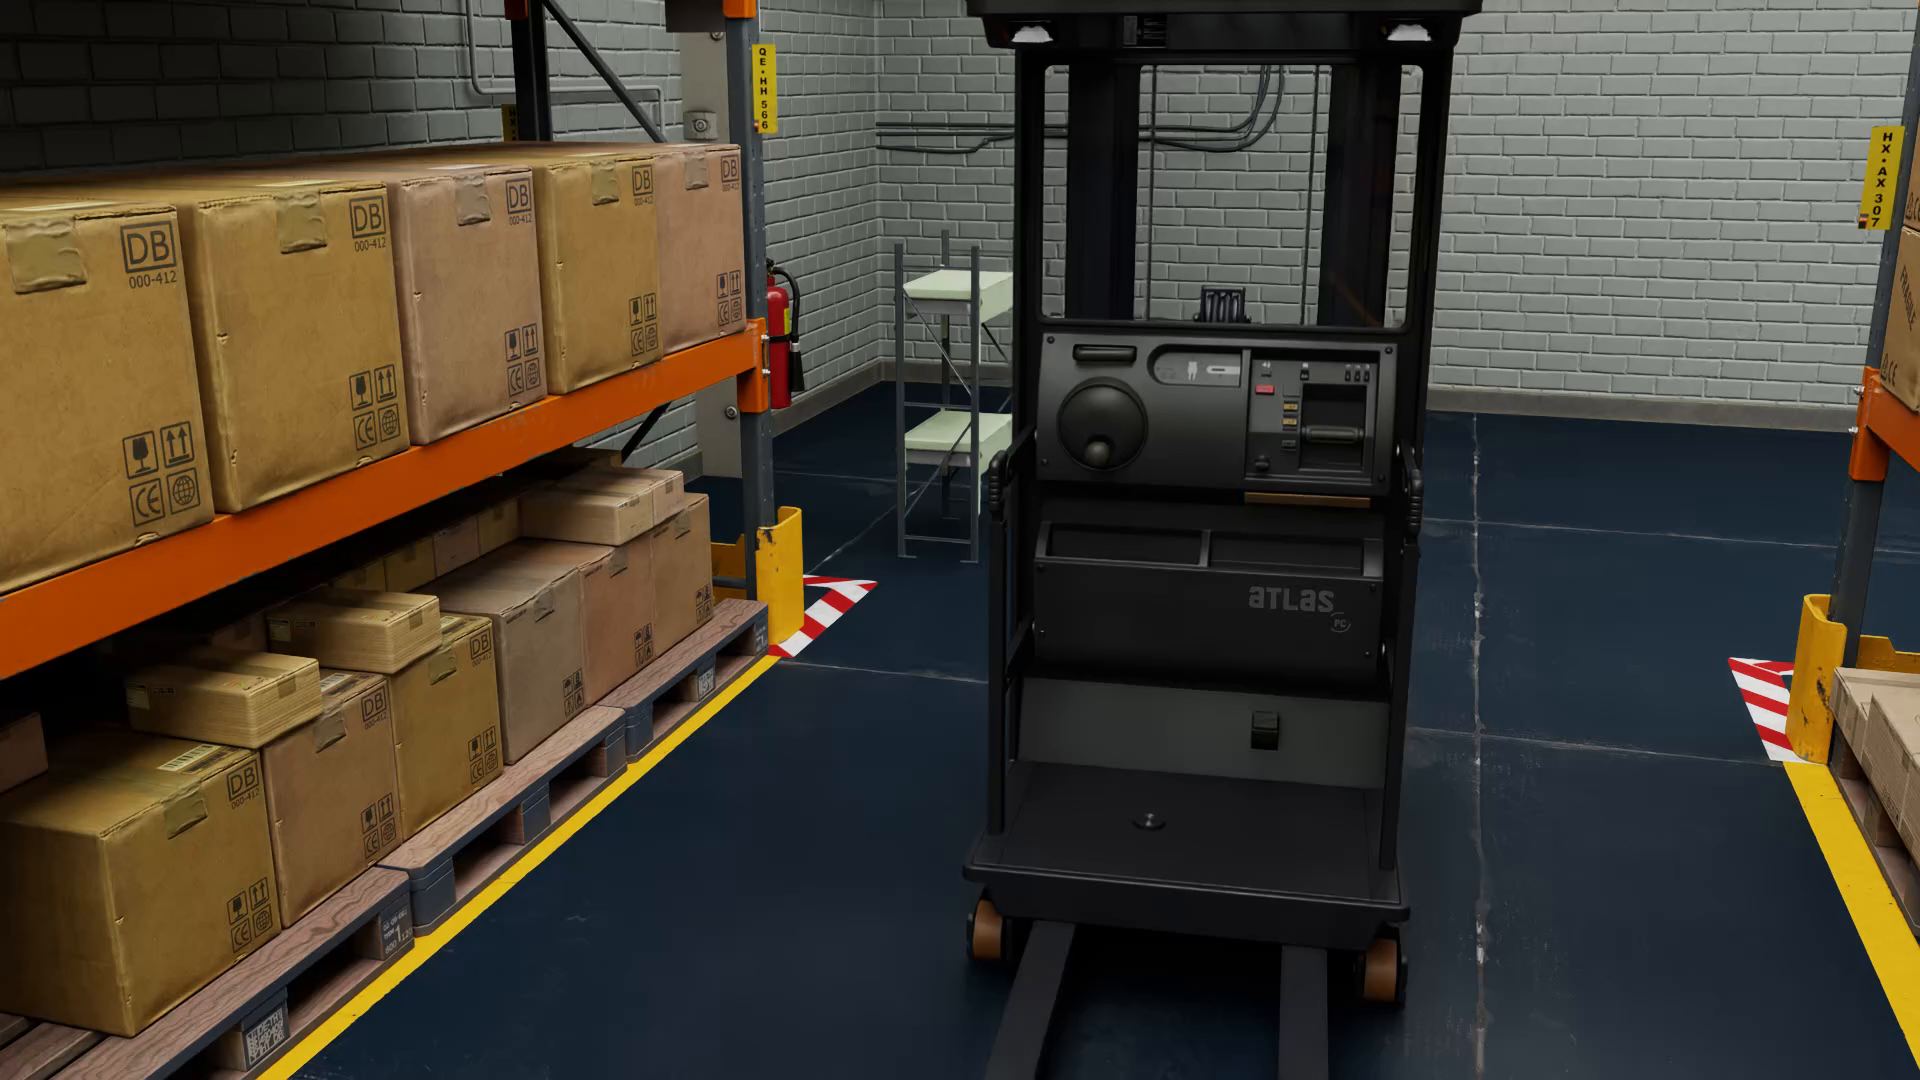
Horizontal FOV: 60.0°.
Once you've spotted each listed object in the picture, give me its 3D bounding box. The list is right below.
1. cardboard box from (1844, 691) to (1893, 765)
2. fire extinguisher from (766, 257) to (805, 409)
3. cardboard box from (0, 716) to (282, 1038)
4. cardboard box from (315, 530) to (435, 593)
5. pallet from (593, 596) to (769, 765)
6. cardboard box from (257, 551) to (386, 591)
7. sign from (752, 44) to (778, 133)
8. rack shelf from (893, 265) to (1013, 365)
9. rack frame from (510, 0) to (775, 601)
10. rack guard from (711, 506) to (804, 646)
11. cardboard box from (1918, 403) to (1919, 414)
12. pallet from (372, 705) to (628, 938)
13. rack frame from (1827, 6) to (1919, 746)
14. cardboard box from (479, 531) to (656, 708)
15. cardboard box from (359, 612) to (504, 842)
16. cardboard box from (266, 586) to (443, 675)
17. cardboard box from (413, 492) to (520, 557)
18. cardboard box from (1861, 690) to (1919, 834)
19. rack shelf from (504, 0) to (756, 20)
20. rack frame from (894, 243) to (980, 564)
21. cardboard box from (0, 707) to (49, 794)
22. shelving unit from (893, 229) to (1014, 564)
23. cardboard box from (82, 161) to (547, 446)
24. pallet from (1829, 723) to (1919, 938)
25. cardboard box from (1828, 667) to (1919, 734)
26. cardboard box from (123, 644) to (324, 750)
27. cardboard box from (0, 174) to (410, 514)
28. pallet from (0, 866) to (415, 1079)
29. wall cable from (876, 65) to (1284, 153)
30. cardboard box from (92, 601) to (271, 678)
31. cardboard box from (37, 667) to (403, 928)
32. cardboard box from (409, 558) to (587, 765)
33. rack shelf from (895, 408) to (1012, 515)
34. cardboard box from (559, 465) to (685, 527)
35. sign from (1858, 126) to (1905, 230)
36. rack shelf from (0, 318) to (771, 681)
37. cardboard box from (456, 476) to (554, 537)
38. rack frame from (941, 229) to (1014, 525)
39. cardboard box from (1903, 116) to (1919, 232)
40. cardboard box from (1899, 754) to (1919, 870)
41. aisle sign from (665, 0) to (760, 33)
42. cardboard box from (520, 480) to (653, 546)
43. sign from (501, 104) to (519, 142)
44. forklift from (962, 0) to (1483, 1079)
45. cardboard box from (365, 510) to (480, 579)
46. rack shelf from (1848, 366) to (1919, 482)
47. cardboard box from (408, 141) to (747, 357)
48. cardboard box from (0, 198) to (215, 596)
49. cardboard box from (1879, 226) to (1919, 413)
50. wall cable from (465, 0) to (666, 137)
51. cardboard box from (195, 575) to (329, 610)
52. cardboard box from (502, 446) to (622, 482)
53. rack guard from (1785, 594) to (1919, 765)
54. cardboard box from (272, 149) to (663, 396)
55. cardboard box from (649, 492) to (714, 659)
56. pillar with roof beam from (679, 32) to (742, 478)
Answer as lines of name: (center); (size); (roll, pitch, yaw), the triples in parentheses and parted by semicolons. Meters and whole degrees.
cardboard box: (2.970, 0.593, 5.127); (0.380, 0.166, 0.250); (5, 16, 16)
fire extinguisher: (-0.776, -0.877, 6.748); (0.296, 0.674, 0.183); (5, 16, 16)
cardboard box: (-2.087, 0.770, 3.930); (0.700, 0.500, 0.500); (5, 17, 17)
cardboard box: (-1.879, 0.073, 5.196); (0.380, 0.149, 0.250); (5, 17, 16)
pallet: (-1.413, 0.467, 6.295); (1.003, 0.211, 1.213); (5, 16, 16)
cardboard box: (-1.951, 0.140, 4.963); (0.380, 0.149, 0.250); (4, 16, 15)
sign: (-0.745, -1.715, 6.322); (0.100, 0.325, 0.005); (5, 16, 16)
rack shelf: (-0.002, -1.095, 8.012); (0.431, 0.370, 0.720); (5, 16, 16)
rack frame: (-1.261, -1.090, 6.674); (1.000, 3.000, 0.127); (5, 16, 16)
rack guard: (-1.254, 0.107, 7.037); (1.175, 0.500, 0.348); (5, 16, 16)
cardboard box: (2.969, -0.523, 4.495); (0.500, 0.500, 0.500); (4, 16, 15)
pallet: (-1.762, 0.785, 5.174); (1.003, 0.211, 1.213); (5, 16, 16)
rack frame: (3.489, -0.706, 5.323); (1.000, 3.000, 0.127); (5, 16, 16)
cardboard box: (-1.506, 0.233, 5.823); (0.700, 0.500, 0.500); (5, 16, 16)
cardboard box: (-1.793, 0.504, 4.865); (0.700, 0.500, 0.500); (5, 17, 17)
cardboard box: (-1.667, 0.246, 4.589); (0.380, 0.149, 0.250); (4, 16, 14)
cardboard box: (-1.735, -0.060, 5.668); (0.380, 0.149, 0.250); (5, 17, 16)
cardboard box: (2.921, 0.656, 4.753); (0.500, 0.250, 0.500); (5, 16, 16)
rack shelf: (-1.830, -1.663, 4.518); (1.077, 0.370, 4.000); (5, 16, 16)
rack frame: (-0.106, -0.624, 7.781); (0.400, 1.500, 0.023); (5, 16, 16)
cardboard box: (-2.319, 0.480, 3.762); (0.380, 0.149, 0.250); (5, 16, 16)
shelving unit: (-0.002, -0.720, 8.119); (0.431, 1.500, 0.755); (5, 16, 16)
cardboard box: (-1.818, -0.710, 4.785); (0.980, 0.700, 0.700); (4, 16, 13)
pallet: (3.242, 0.864, 4.898); (1.003, 0.211, 1.213); (5, 16, 16)
cardboard box: (3.041, 0.536, 5.360); (0.380, 0.149, 0.250); (5, 16, 16)
cardboard box: (-1.815, 0.382, 4.107); (0.380, 0.149, 0.250); (5, 17, 18)
cardboard box: (-2.015, -0.519, 4.111); (0.980, 0.700, 0.700); (4, 16, 14)
pallet: (-2.107, 1.106, 4.045); (1.003, 0.211, 1.213); (5, 16, 16)
wall cable: (0.689, -3.934, 11.398); (3.097, 2.526, 0.112); (5, 16, 16)
cardboard box: (-2.097, 0.273, 4.492); (0.380, 0.149, 0.250); (4, 16, 14)
cardboard box: (-1.941, 0.639, 4.392); (0.700, 0.500, 0.500); (4, 16, 15)
cardboard box: (-1.649, 0.364, 5.359); (0.700, 0.500, 0.500); (4, 16, 14)
rack shelf: (-0.002, -0.406, 8.208); (0.431, 0.370, 0.720); (5, 16, 16)
cardboard box: (-1.226, -0.162, 6.028); (0.380, 0.149, 0.250); (4, 16, 15)
sign: (2.969, -1.165, 5.353); (0.100, 0.325, 0.005); (5, 16, 16)
rack shelf: (-1.830, -0.220, 4.927); (1.077, 0.370, 4.000); (5, 16, 16)
cardboard box: (-1.664, -0.126, 5.898); (0.380, 0.149, 0.250); (5, 16, 16)
rack frame: (0.102, -0.816, 8.456); (0.400, 1.500, 0.023); (5, 16, 16)
cardboard box: (3.110, -1.140, 4.836); (0.500, 0.500, 0.500); (5, 17, 18)
cardboard box: (2.779, 0.787, 4.292); (0.500, 0.250, 0.500); (5, 16, 16)
aisle sign: (-0.953, -2.336, 6.303); (0.394, 0.787, 0.004); (5, 16, 16)
cardboard box: (-1.298, -0.096, 5.792); (0.380, 0.149, 0.250); (5, 17, 17)
sign: (-1.792, -1.589, 6.702); (0.100, 0.325, 0.005); (5, 16, 16)
forklift: (0.630, -0.349, 4.188); (1.130, 2.935, 3.031); (3, 16, 11)
cardboard box: (-1.807, 0.006, 5.433); (0.380, 0.149, 0.250); (5, 17, 17)
rack shelf: (2.921, 0.163, 3.576); (1.077, 0.370, 4.000); (5, 16, 16)
cardboard box: (-1.397, -1.100, 6.160); (0.980, 0.700, 0.700); (5, 17, 18)
cardboard box: (-2.228, -0.328, 3.439); (0.980, 0.700, 0.700); (5, 17, 17)
cardboard box: (3.110, -0.659, 4.972); (0.500, 0.500, 0.500); (5, 17, 17)
wall cable: (-1.804, -1.987, 7.975); (0.084, 1.984, 1.851); (5, 16, 16)
cardboard box: (-2.024, 0.207, 4.724); (0.380, 0.149, 0.250); (5, 17, 16)
cardboard box: (-1.520, -0.258, 6.366); (0.380, 0.149, 0.250); (5, 17, 16)
rack guard: (3.468, 0.516, 5.594); (1.175, 0.500, 0.348); (5, 16, 16)
cardboard box: (-1.593, -0.908, 5.485); (0.980, 0.700, 0.700); (4, 16, 15)
cardboard box: (-1.364, 0.102, 6.284); (0.700, 0.500, 0.500); (5, 16, 16)
pillar with roof beam: (2.804, -4.415, 7.405); (9.100, 9.000, 0.400); (5, 16, 16)
